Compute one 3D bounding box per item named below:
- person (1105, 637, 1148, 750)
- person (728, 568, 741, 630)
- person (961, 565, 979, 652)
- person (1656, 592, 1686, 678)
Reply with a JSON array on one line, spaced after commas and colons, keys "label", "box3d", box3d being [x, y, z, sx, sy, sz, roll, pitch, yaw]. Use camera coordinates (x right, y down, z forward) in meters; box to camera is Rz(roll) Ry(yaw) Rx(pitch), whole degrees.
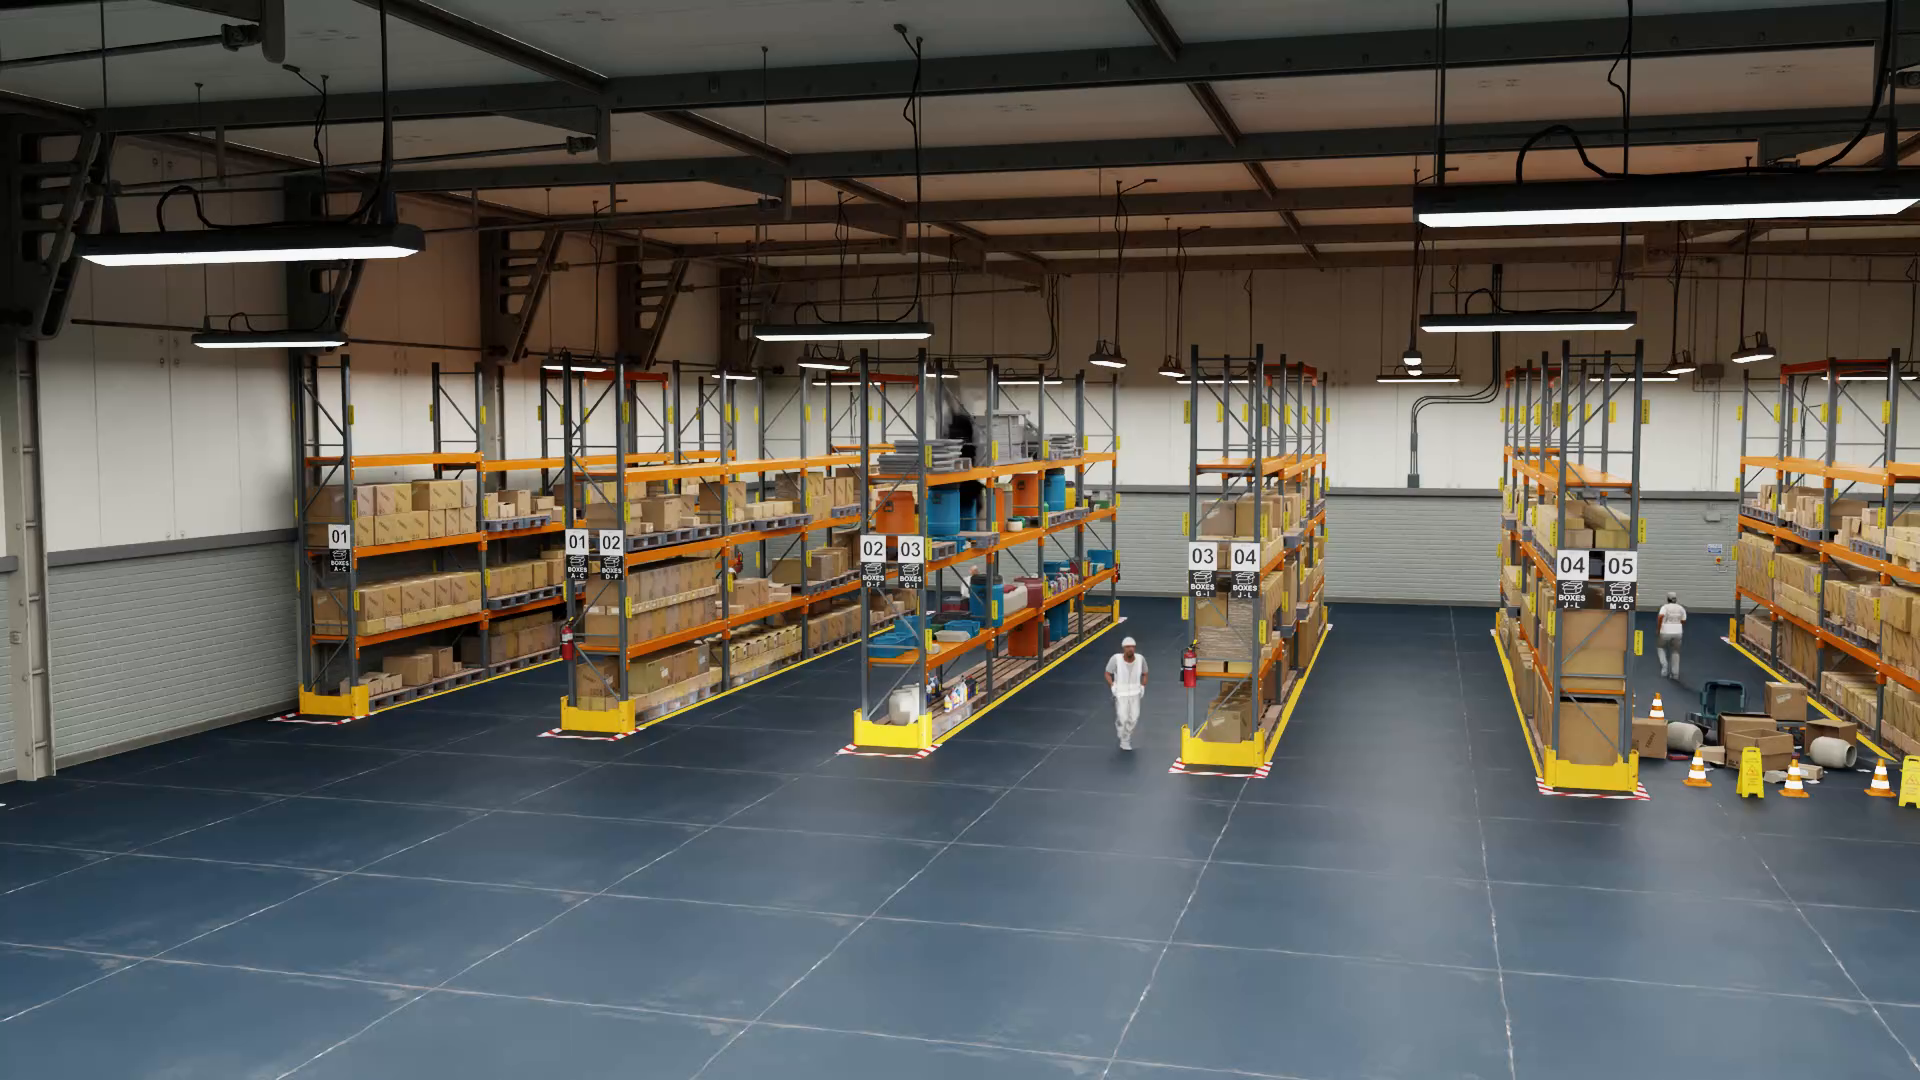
[{"label": "person", "box3d": [2.494, 2.282, 24.879, 0.655, 1.695, 0.599, 0, 4, -5]}, {"label": "person", "box3d": [-4.801, 1.479, 35.434, 0.660, 1.784, 0.735, 1, 4, 16]}, {"label": "person", "box3d": [0.295, 1.440, 35.488, 0.704, 1.802, 1.046, 1, 4, 17]}, {"label": "person", "box3d": [13.537, 1.799, 31.725, 0.577, 1.626, 0.719, 1, 4, 7]}]
